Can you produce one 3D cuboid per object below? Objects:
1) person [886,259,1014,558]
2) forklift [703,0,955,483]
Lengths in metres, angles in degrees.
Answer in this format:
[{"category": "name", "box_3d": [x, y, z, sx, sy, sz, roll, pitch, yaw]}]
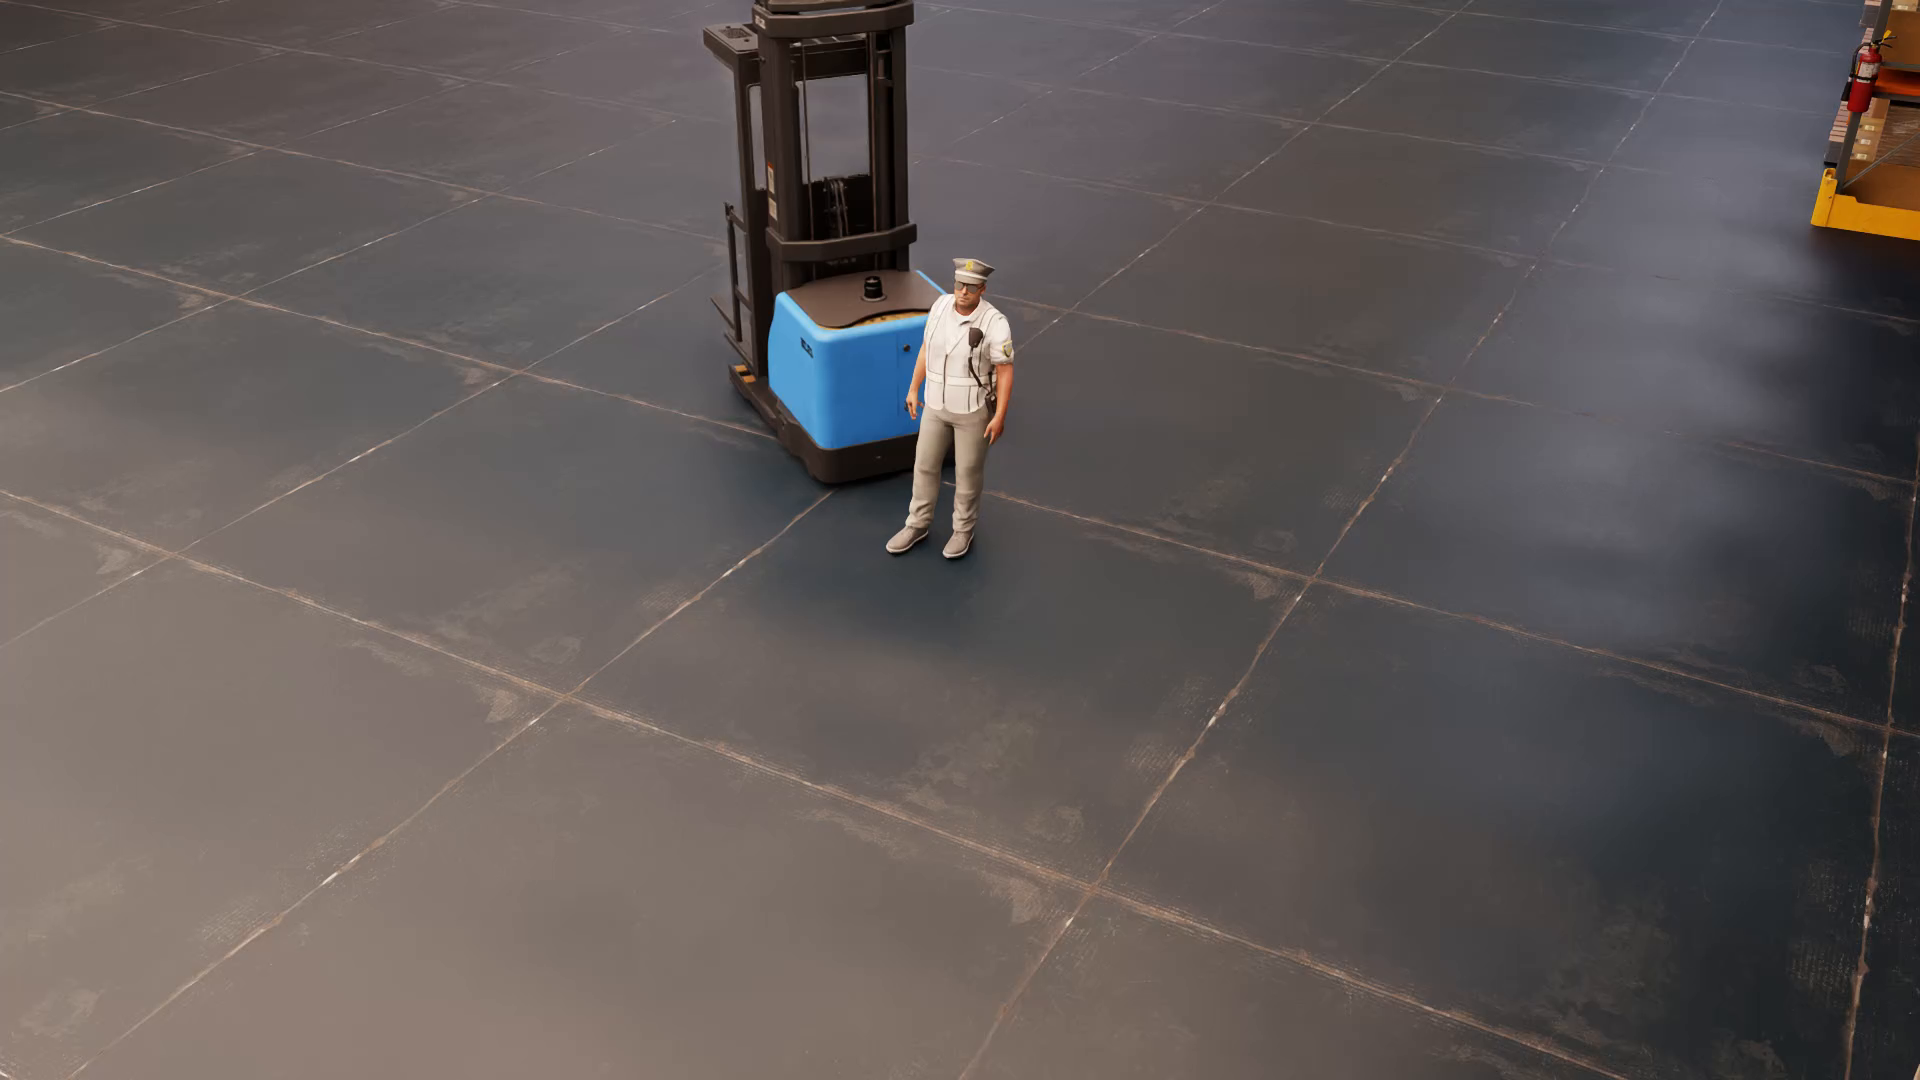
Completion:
[{"category": "person", "box_3d": [-0.048, -0.747, 9.499, 0.641, 1.781, 0.574, 15, 33, 25]}, {"category": "forklift", "box_3d": [-0.998, -2.343, 11.131, 1.130, 2.935, 3.031, -13, 32, -21]}]
